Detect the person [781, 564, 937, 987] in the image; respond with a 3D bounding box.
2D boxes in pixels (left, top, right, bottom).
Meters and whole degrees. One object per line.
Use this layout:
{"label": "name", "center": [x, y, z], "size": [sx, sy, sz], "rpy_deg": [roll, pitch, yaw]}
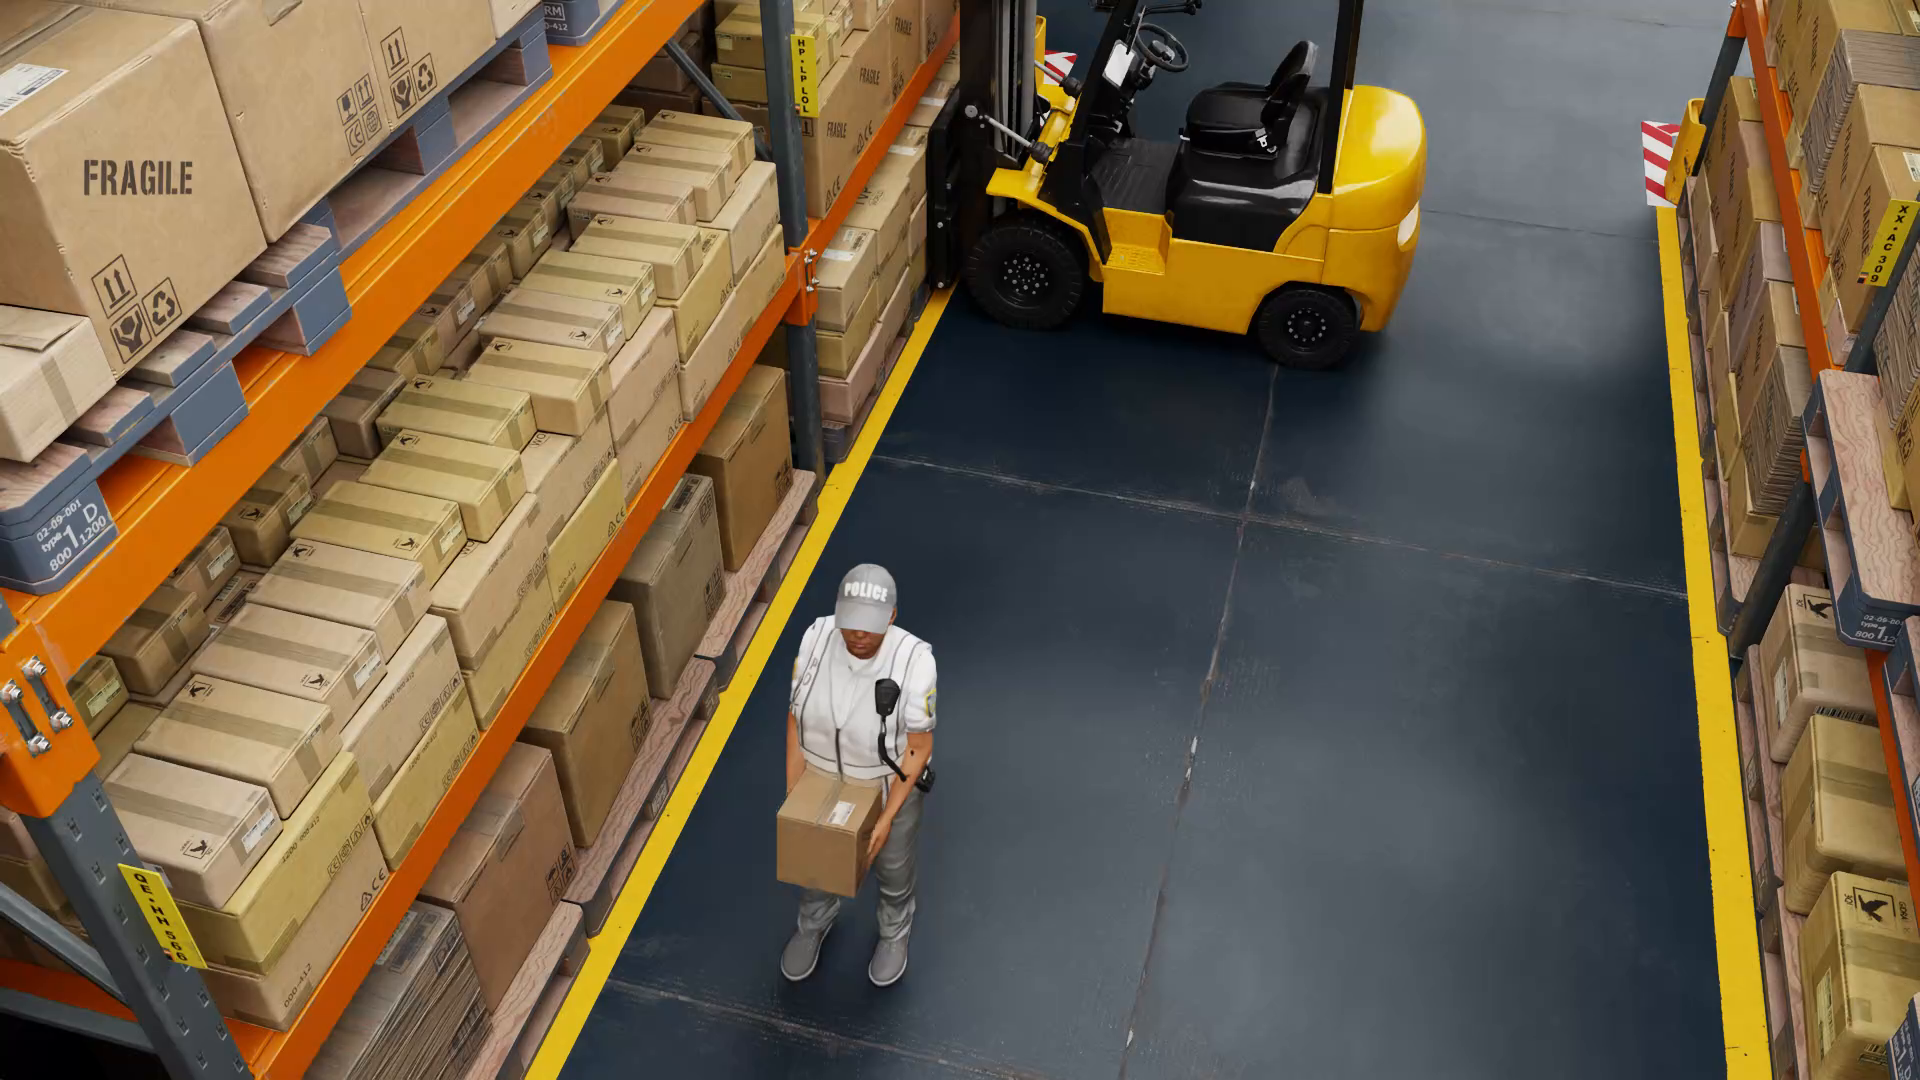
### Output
{"label": "person", "center": [-0.336, 0.790, 5.252], "size": [0.509, 1.670, 0.497], "rpy_deg": [11, 42, 12]}
